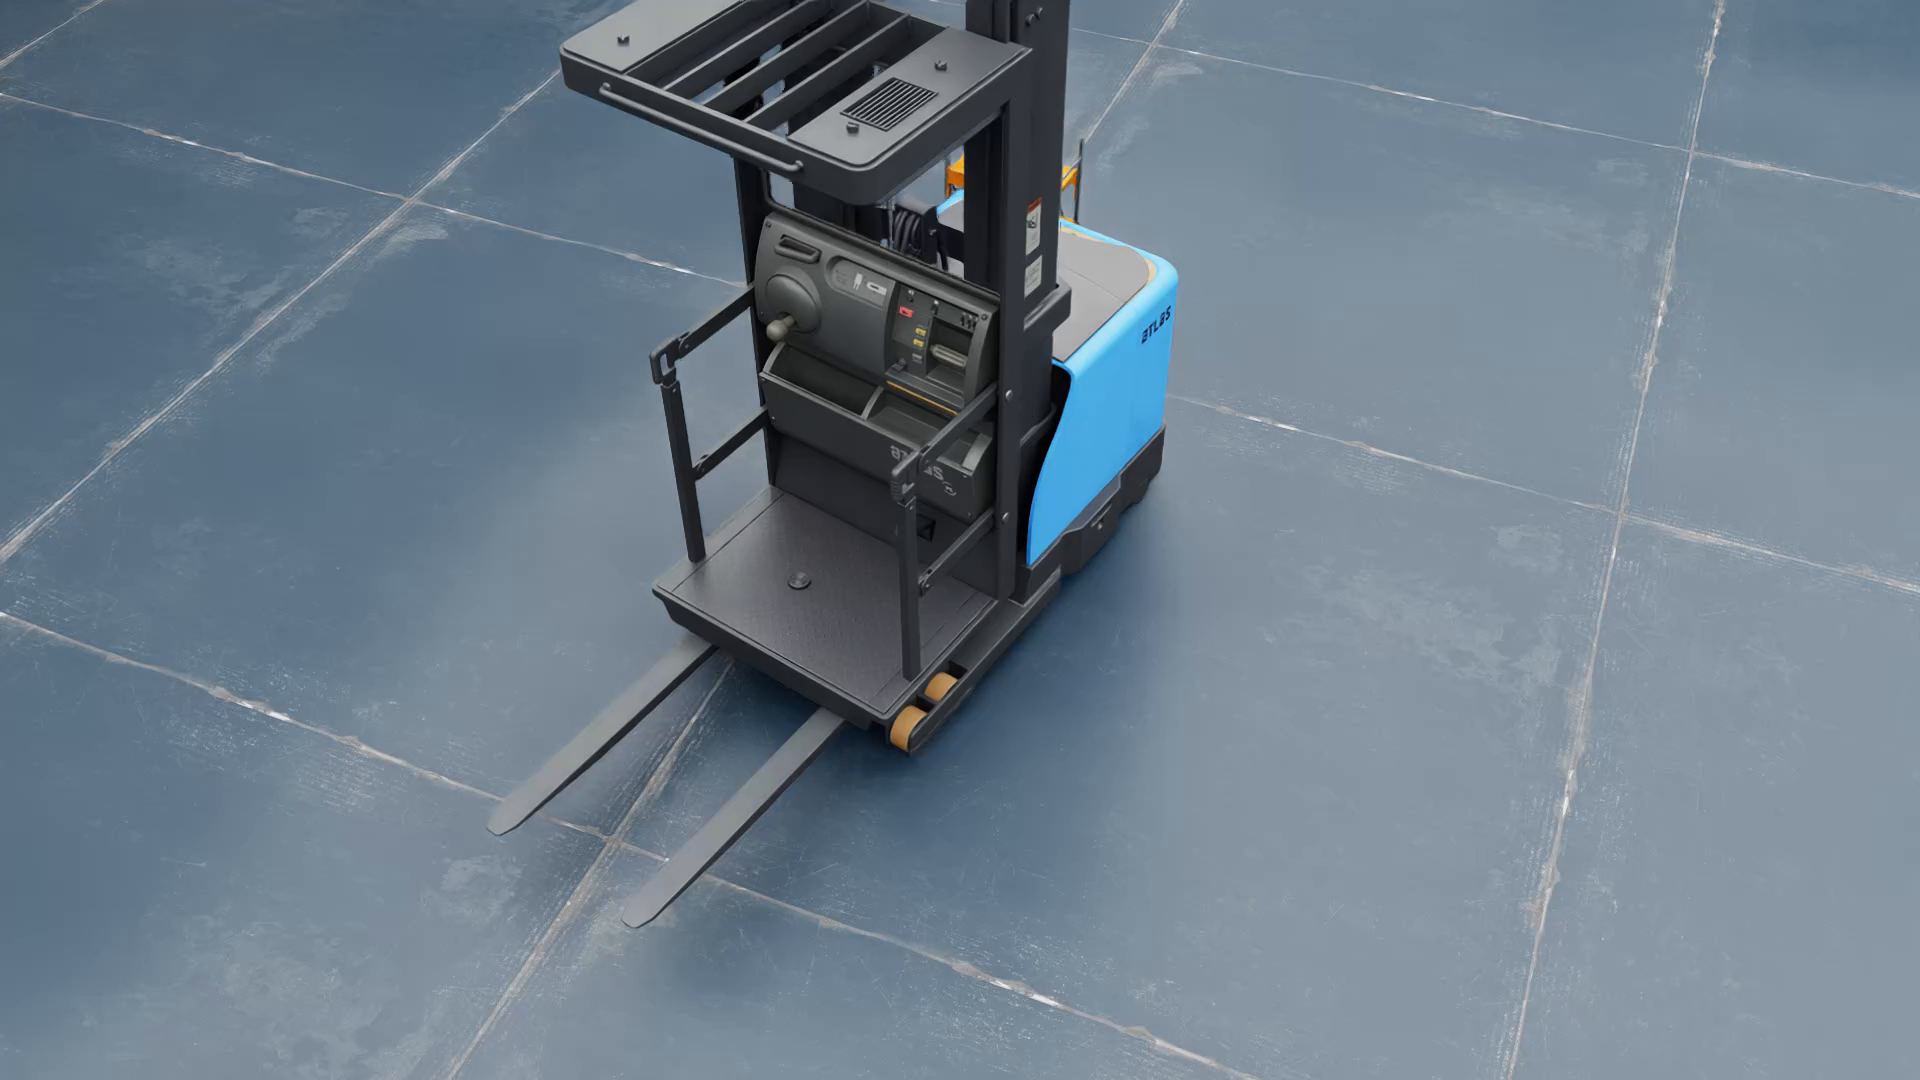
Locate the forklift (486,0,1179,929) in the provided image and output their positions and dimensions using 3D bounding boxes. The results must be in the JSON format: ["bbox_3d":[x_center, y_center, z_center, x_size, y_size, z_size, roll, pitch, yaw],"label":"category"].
[{"bbox_3d":[-0.418,-0.669,5.344,1.130,2.935,3.031,27,51,24],"label":"forklift"}]

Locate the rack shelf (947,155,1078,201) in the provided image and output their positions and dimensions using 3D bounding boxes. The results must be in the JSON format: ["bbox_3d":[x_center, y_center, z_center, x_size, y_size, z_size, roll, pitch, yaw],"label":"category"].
[{"bbox_3d":[0.219,-1.461,6.803,0.480,0.148,0.258,19,45,18],"label":"rack shelf"}]

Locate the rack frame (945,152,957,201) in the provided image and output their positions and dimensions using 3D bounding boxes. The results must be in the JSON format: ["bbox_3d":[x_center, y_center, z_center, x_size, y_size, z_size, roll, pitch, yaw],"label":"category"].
[{"bbox_3d":[-0.009,-1.247,7.144,0.015,1.200,0.240,19,45,18],"label":"rack frame"}]

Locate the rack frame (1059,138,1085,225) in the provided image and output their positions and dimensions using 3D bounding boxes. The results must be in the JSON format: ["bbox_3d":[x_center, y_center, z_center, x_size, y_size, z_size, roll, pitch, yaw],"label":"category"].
[{"bbox_3d":[0.431,-1.097,6.994,0.015,1.200,0.240,19,45,18],"label":"rack frame"}]

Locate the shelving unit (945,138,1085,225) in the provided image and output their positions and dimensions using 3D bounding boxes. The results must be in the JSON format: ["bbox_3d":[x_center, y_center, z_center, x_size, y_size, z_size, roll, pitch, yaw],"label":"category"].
[{"bbox_3d":[0.211,-1.172,7.069,0.503,1.200,0.258,19,45,18],"label":"shelving unit"}]

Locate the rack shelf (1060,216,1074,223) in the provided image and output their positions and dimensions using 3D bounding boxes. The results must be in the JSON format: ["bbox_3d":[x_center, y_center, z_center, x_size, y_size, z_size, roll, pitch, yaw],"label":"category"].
[{"bbox_3d":[0.214,-1.287,6.963,0.480,0.148,0.258,19,45,18],"label":"rack shelf"}]
